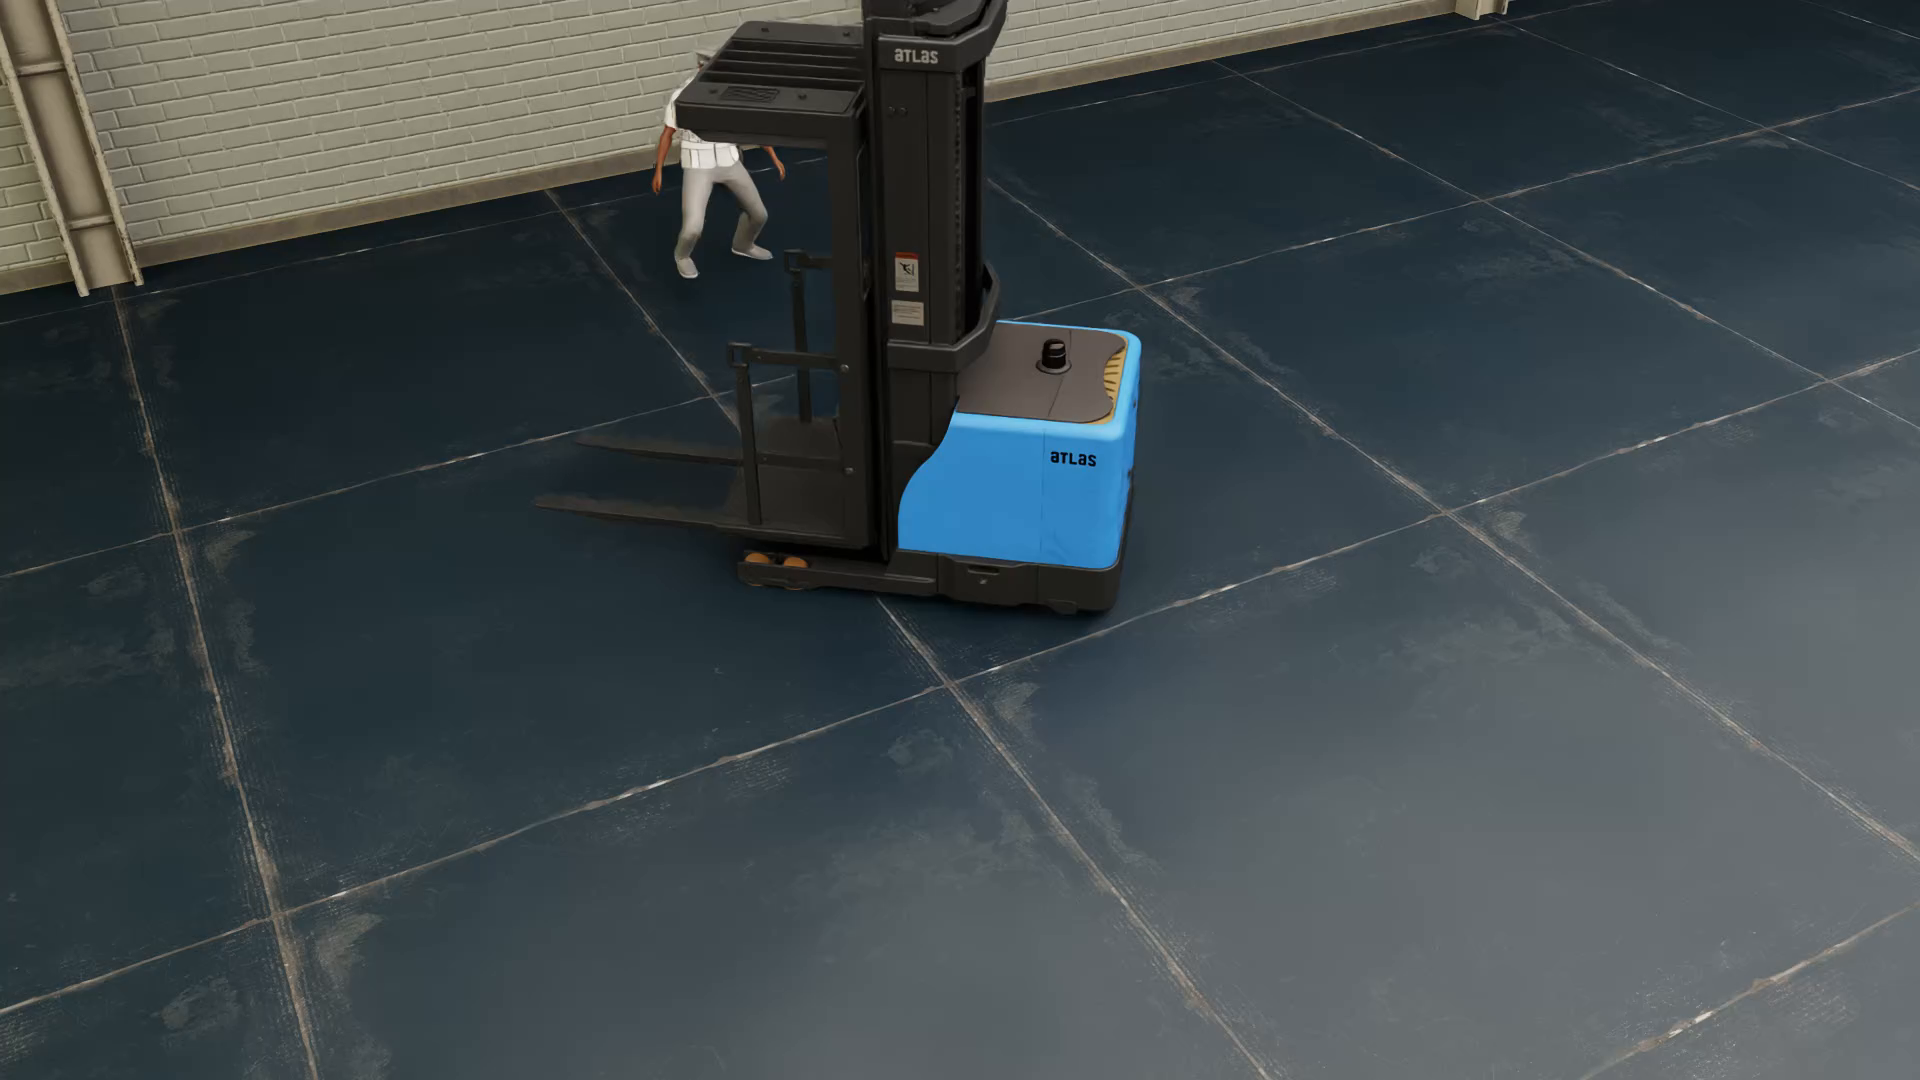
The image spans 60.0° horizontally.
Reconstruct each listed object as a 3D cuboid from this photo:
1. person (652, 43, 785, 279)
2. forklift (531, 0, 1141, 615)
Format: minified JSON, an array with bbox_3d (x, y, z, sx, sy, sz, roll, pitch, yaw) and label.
[{"bbox_3d":[-1.585,-2.425,10.771,0.850,1.560,0.581,-16,38,-21],"label":"person"},{"bbox_3d":[-0.655,-1.237,7.873,3.031,2.935,1.130,6,36,8],"label":"forklift"}]
